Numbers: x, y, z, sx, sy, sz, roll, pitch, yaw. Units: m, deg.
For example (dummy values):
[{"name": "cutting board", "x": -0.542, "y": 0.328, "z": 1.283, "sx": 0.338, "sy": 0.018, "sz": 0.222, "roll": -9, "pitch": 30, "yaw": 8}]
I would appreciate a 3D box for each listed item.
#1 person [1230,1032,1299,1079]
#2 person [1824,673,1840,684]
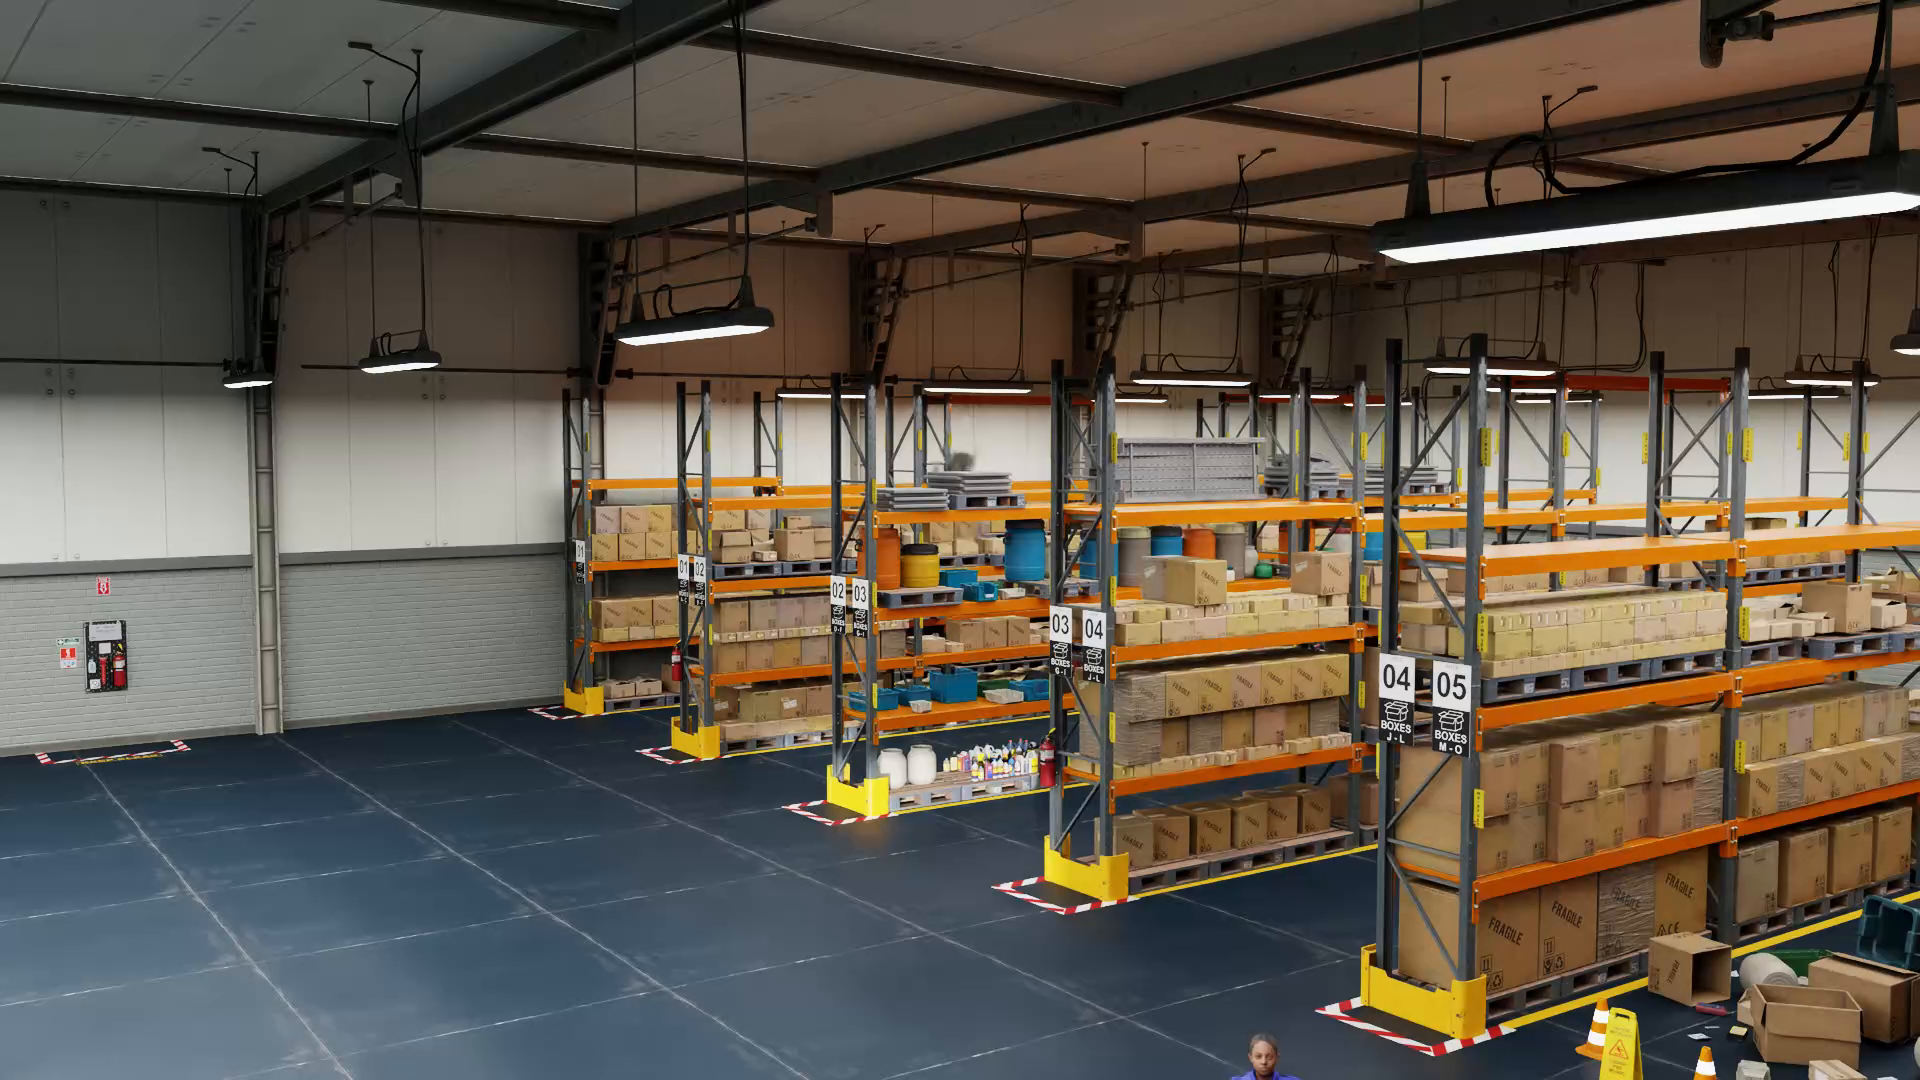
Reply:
[{"name": "person", "x": 1.789, "y": 3.721, "z": 9.724, "sx": 0.562, "sy": 1.628, "sz": 0.586, "roll": 1, "pitch": 4, "yaw": 11}, {"name": "person", "x": 12.827, "y": 2.722, "z": 24.550, "sx": 0.880, "sy": 1.716, "sz": 0.609, "roll": -3, "pitch": 5, "yaw": -41}]
